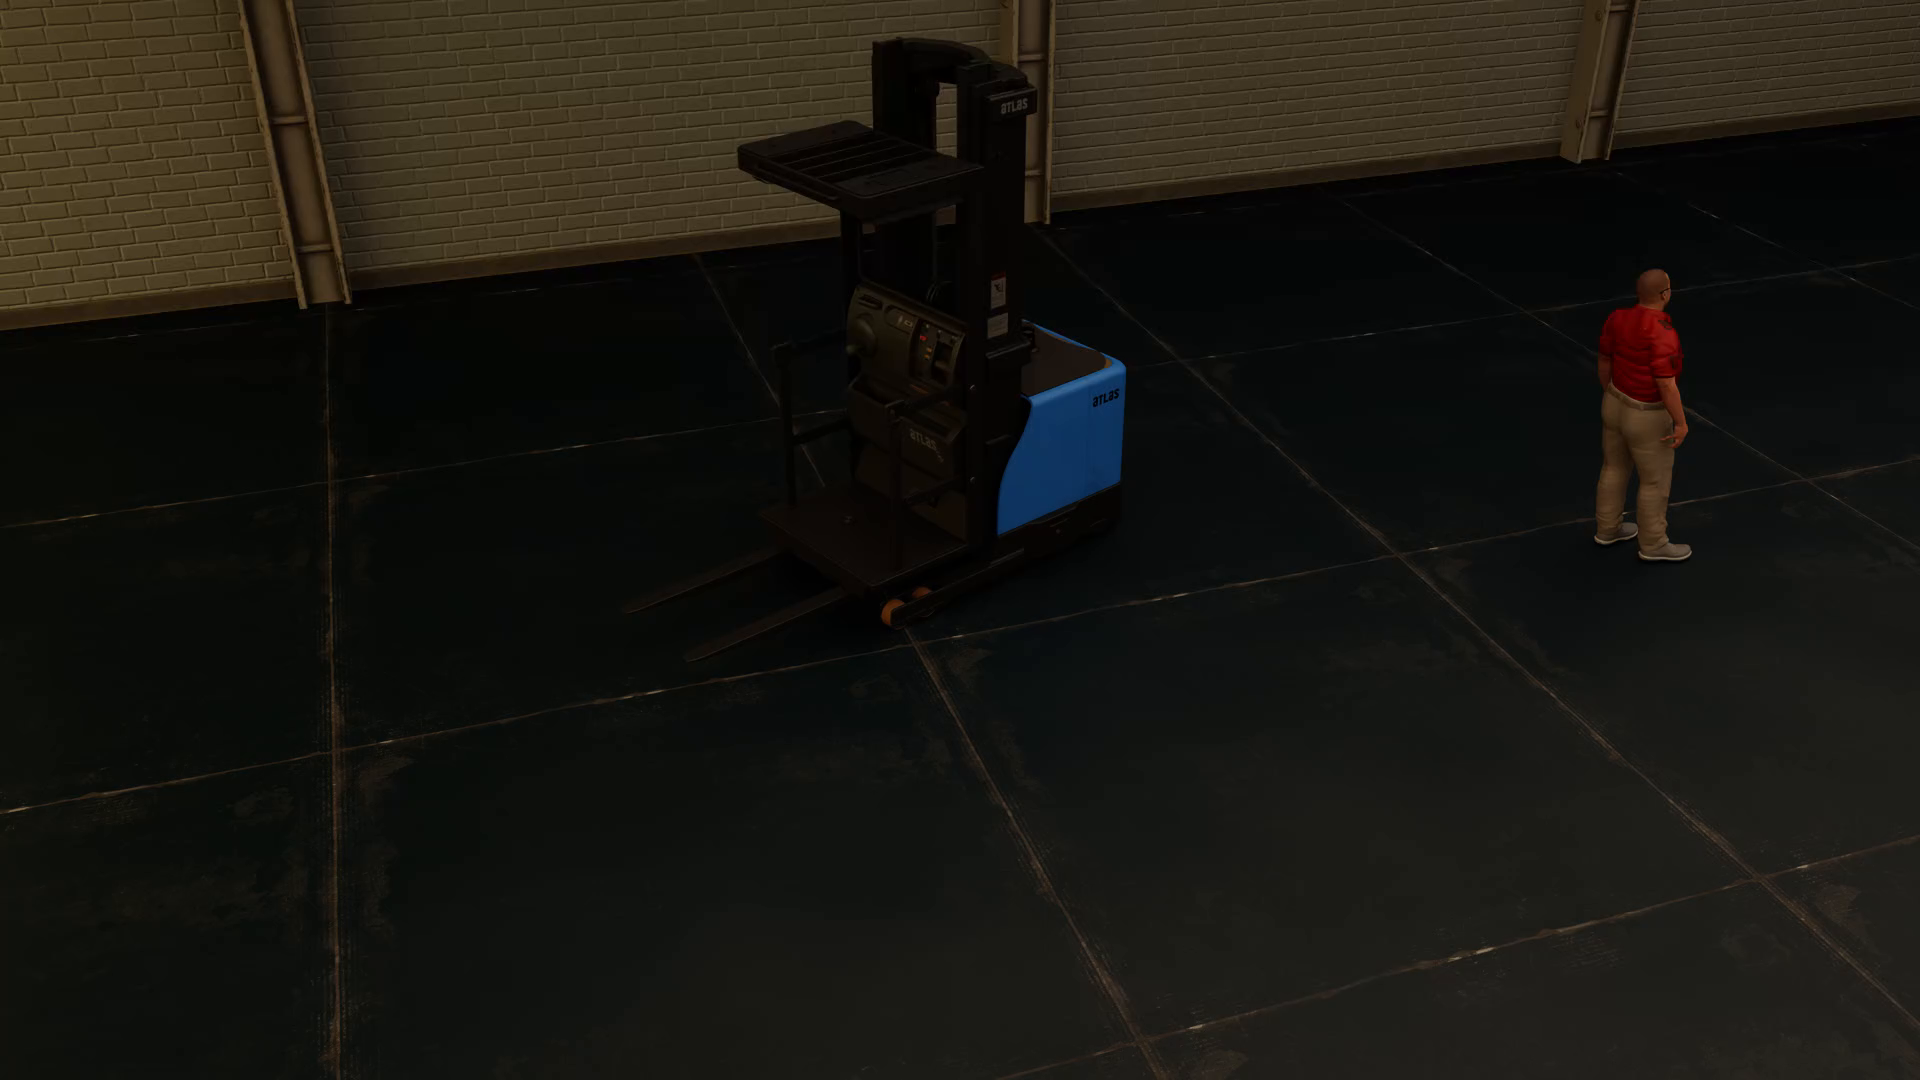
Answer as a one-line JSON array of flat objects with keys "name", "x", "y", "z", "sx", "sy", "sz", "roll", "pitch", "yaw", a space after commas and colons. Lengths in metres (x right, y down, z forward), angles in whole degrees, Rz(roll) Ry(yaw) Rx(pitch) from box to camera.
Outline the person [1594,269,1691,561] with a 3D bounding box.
[{"name": "person", "x": 3.972, "y": -0.737, "z": 9.558, "sx": 0.550, "sy": 1.728, "sz": 0.642, "roll": -11, "pitch": 32, "yaw": -19}]

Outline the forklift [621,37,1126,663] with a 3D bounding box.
[{"name": "forklift", "x": -0.461, "y": -1.072, "z": 8.951, "sx": 3.031, "sy": 2.935, "sz": 1.130, "roll": -23, "pitch": 37, "yaw": -34}]
